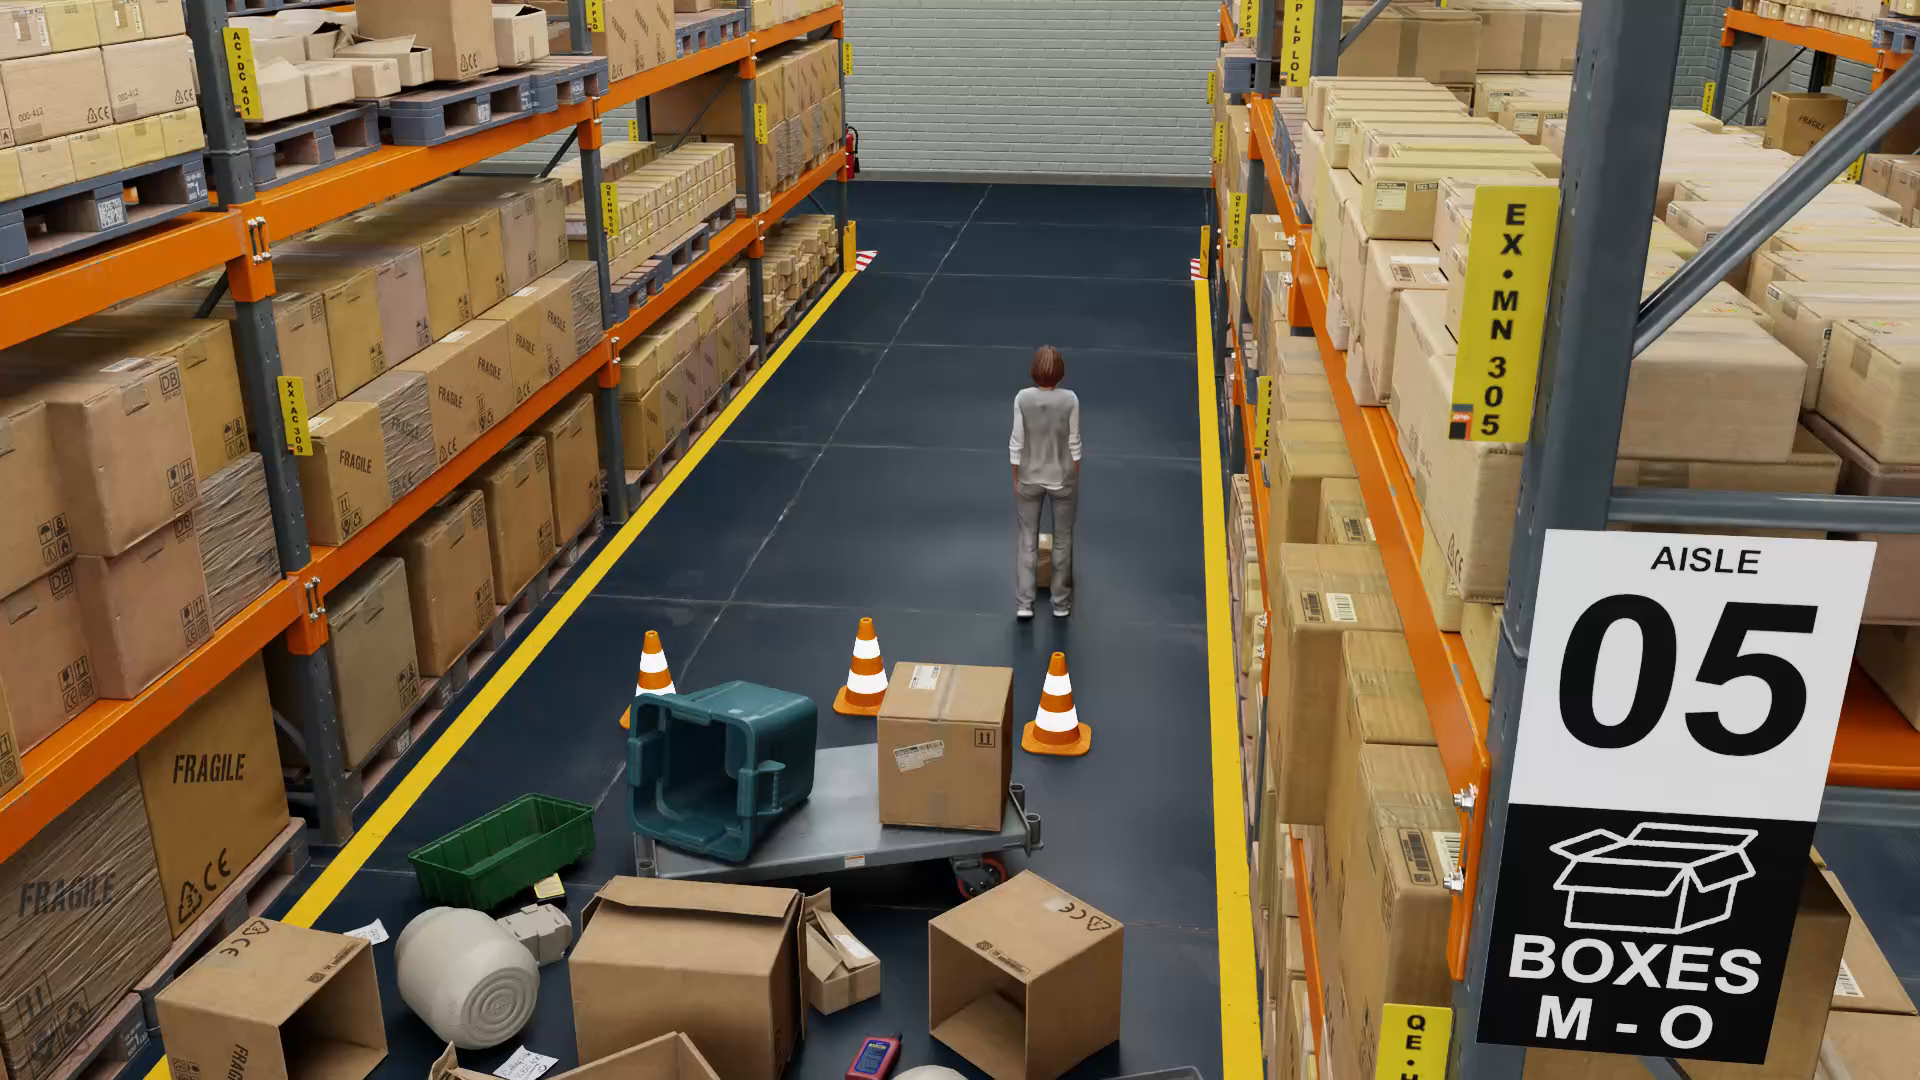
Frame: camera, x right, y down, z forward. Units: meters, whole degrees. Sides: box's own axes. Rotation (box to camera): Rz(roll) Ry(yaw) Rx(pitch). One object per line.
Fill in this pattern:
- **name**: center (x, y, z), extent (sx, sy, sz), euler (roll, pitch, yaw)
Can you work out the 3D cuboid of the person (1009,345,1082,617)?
- **person**: center (0.481, -0.309, 9.435), extent (0.407, 1.634, 0.341), euler (3, 22, 7)
